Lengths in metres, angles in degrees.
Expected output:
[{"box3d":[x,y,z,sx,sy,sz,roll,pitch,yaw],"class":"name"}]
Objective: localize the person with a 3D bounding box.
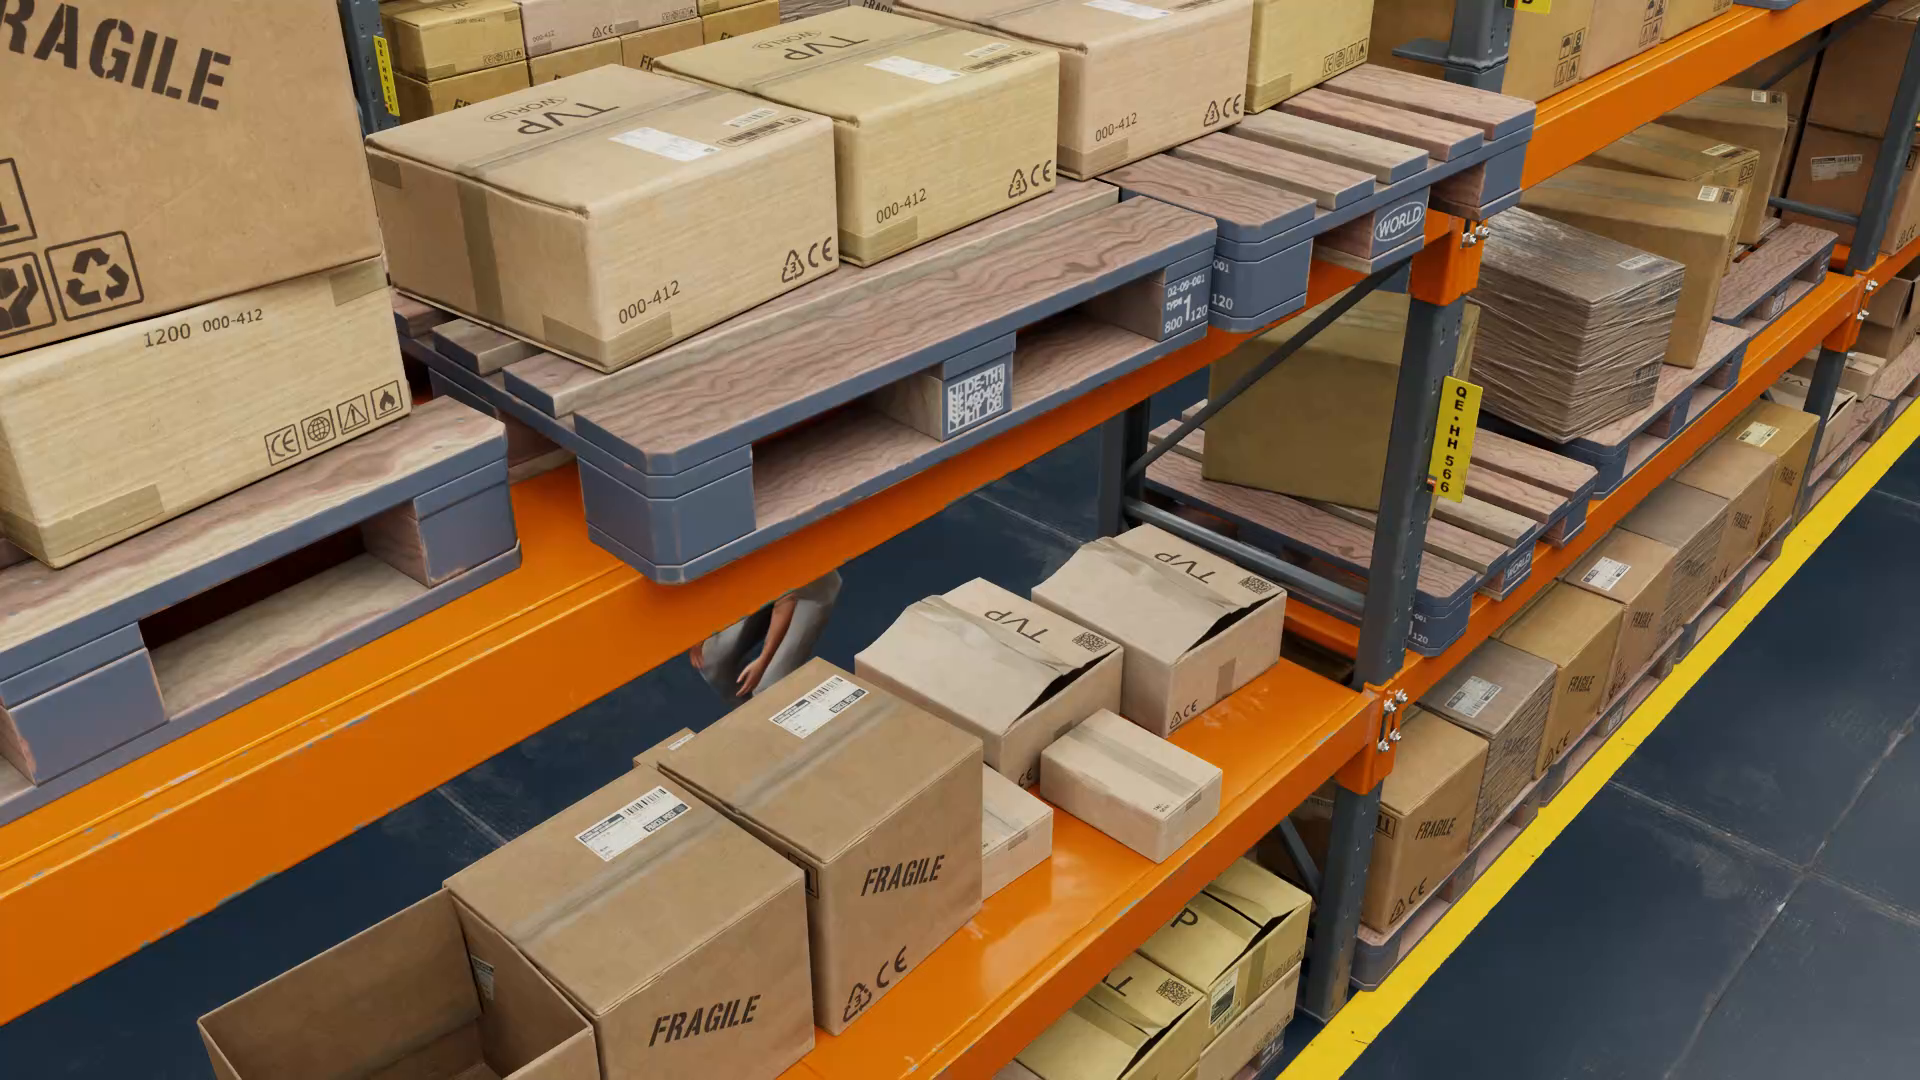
[{"box3d":[-0.712,0.294,6.015,0.491,1.304,0.680,25,40,35],"class":"person"}]
